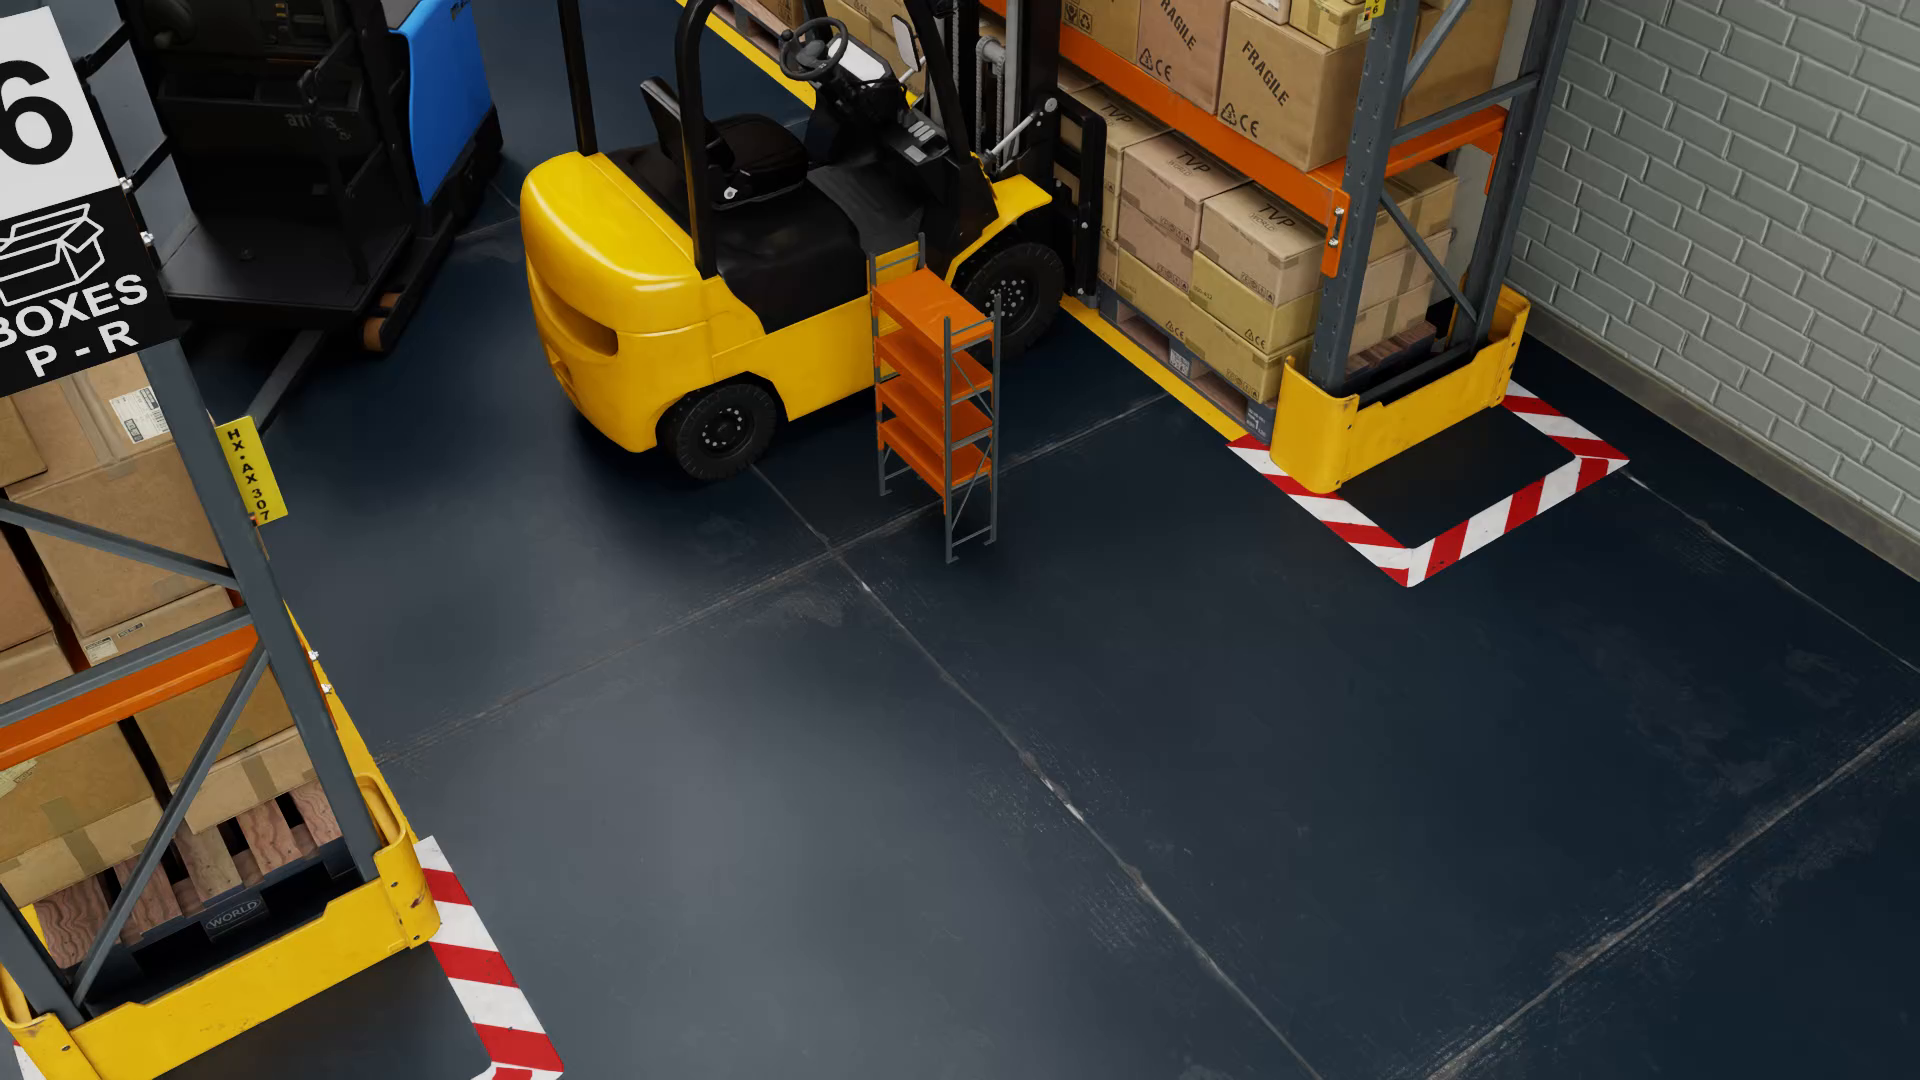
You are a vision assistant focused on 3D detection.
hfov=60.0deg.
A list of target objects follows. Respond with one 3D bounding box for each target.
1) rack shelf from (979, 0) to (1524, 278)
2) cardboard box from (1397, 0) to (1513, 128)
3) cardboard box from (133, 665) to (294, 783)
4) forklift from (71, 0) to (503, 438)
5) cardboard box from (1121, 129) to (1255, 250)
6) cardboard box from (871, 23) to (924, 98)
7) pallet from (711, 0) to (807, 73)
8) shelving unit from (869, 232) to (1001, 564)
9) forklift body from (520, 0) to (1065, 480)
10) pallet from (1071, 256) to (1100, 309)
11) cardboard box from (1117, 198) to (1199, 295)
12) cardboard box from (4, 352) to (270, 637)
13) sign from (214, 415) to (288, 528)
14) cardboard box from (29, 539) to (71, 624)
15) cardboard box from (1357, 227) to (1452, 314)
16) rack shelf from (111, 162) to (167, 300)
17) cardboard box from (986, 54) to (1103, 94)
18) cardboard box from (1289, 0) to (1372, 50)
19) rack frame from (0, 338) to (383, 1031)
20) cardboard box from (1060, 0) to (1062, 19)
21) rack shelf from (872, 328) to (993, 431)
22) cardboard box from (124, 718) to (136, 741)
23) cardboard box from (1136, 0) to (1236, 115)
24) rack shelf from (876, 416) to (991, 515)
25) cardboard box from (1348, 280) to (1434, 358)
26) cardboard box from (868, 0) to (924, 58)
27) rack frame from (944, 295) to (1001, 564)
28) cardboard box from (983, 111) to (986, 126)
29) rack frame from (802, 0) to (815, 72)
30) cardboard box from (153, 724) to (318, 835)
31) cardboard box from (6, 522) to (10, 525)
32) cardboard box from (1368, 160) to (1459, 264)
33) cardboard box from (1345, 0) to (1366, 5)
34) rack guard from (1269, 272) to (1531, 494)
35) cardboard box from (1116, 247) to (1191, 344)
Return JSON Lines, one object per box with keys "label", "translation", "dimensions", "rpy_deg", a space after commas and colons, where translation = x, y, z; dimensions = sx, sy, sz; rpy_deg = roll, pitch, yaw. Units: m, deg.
{"label": "rack shelf", "translation": [0.719, -2.473, 7.689], "dimensions": [1.077, 0.370, 4.000], "rpy_deg": [-26, 49, -24]}
{"label": "cardboard box", "translation": [1.808, -2.027, 6.629], "dimensions": [0.500, 0.500, 0.500], "rpy_deg": [-24, 49, -23]}
{"label": "cardboard box", "translation": [-2.455, 0.354, 5.351], "dimensions": [0.500, 0.500, 0.500], "rpy_deg": [-27, 50, -26]}
{"label": "forklift", "translation": [-3.123, -2.179, 6.910], "dimensions": [1.130, 2.935, 3.031], "rpy_deg": [5, 44, 5]}
{"label": "cardboard box", "translation": [1.047, -1.544, 7.158], "dimensions": [0.500, 0.250, 0.500], "rpy_deg": [-25, 49, -24]}
{"label": "cardboard box", "translation": [-0.112, -2.524, 8.547], "dimensions": [0.500, 0.250, 0.500], "rpy_deg": [-26, 49, -25]}
{"label": "pallet", "translation": [-0.879, -3.259, 10.011], "dimensions": [1.003, 0.211, 1.213], "rpy_deg": [-26, 49, -24]}
{"label": "shelving unit", "translation": [-0.095, -0.528, 6.434], "dimensions": [0.258, 1.200, 0.503], "rpy_deg": [-26, 49, -24]}
{"label": "forklift body", "translation": [-0.718, -1.647, 6.917], "dimensions": [2.313, 2.155, 1.214], "rpy_deg": [-26, 49, -24]}
{"label": "pallet", "translation": [0.698, -1.699, 8.377], "dimensions": [1.003, 0.211, 1.213], "rpy_deg": [-26, 49, -24]}
{"label": "cardboard box", "translation": [1.050, -1.379, 7.348], "dimensions": [0.500, 0.250, 0.500], "rpy_deg": [-26, 50, -25]}
{"label": "cardboard box", "translation": [-2.249, -0.159, 4.457], "dimensions": [0.500, 0.500, 0.500], "rpy_deg": [-26, 50, -25]}
{"label": "sign", "translation": [-1.761, -0.165, 4.124], "dimensions": [0.100, 0.325, 0.005], "rpy_deg": [-26, 49, -24]}
{"label": "cardboard box", "translation": [-2.387, 0.042, 4.716], "dimensions": [0.380, 0.149, 0.250], "rpy_deg": [-25, 49, -24]}
{"label": "cardboard box", "translation": [1.765, -1.287, 7.251], "dimensions": [0.500, 0.250, 0.500], "rpy_deg": [-25, 49, -24]}
{"label": "rack shelf", "translation": [-3.350, -1.595, 4.597], "dimensions": [1.077, 0.370, 4.000], "rpy_deg": [-26, 49, -24]}
{"label": "cardboard box", "translation": [0.466, -2.116, 7.757], "dimensions": [0.500, 0.250, 0.500], "rpy_deg": [-27, 50, -25]}
{"label": "cardboard box", "translation": [1.435, -1.957, 6.086], "dimensions": [0.380, 0.149, 0.250], "rpy_deg": [-25, 49, -24]}
{"label": "rack frame", "translation": [-2.206, 0.362, 4.198], "dimensions": [1.000, 3.000, 0.127], "rpy_deg": [-26, 49, -24]}
{"label": "cardboard box", "translation": [0.487, -2.680, 7.312], "dimensions": [0.500, 0.500, 0.500], "rpy_deg": [-25, 49, -24]}
{"label": "rack shelf", "translation": [-0.095, -0.641, 6.326], "dimensions": [0.258, 0.148, 0.480], "rpy_deg": [-26, 49, -24]}
{"label": "cardboard box", "translation": [-3.179, 0.557, 5.681], "dimensions": [0.500, 0.250, 0.500], "rpy_deg": [-26, 49, -24]}
{"label": "cardboard box", "translation": [1.077, -2.109, 6.715], "dimensions": [0.500, 0.500, 0.500], "rpy_deg": [-24, 49, -23]}
{"label": "rack shelf", "translation": [-0.095, -0.335, 6.617], "dimensions": [0.258, 0.148, 0.480], "rpy_deg": [-26, 49, -24]}
{"label": "cardboard box", "translation": [1.743, -1.113, 7.431], "dimensions": [0.500, 0.250, 0.500], "rpy_deg": [-26, 49, -24]}
{"label": "cardboard box", "translation": [-0.122, -2.693, 8.362], "dimensions": [0.500, 0.250, 0.500], "rpy_deg": [-26, 49, -24]}
{"label": "rack frame", "translation": [0.045, -0.390, 6.289], "dimensions": [0.240, 1.200, 0.015], "rpy_deg": [-26, 49, -24]}
{"label": "cardboard box", "translation": [0.454, -1.948, 7.943], "dimensions": [0.500, 0.250, 0.500], "rpy_deg": [-26, 49, -25]}
{"label": "rack frame", "translation": [-0.425, -3.866, 8.627], "dimensions": [1.000, 3.000, 0.127], "rpy_deg": [-26, 49, -24]}
{"label": "cardboard box", "translation": [-2.441, 0.639, 5.596], "dimensions": [0.500, 0.250, 0.500], "rpy_deg": [-26, 49, -25]}
{"label": "cardboard box", "translation": [-3.025, -0.265, 4.568], "dimensions": [0.500, 0.500, 0.500], "rpy_deg": [-26, 49, -24]}
{"label": "cardboard box", "translation": [1.743, -1.467, 7.077], "dimensions": [0.500, 0.250, 0.500], "rpy_deg": [-26, 50, -25]}
{"label": "cardboard box", "translation": [1.485, -2.099, 6.018], "dimensions": [0.380, 0.149, 0.250], "rpy_deg": [-26, 49, -24]}
{"label": "rack guard", "translation": [1.877, -0.683, 7.103], "dimensions": [1.175, 0.500, 0.348], "rpy_deg": [-26, 49, -24]}
{"label": "cardboard box", "translation": [1.059, -1.185, 7.506], "dimensions": [0.500, 0.250, 0.500], "rpy_deg": [-26, 49, -24]}
